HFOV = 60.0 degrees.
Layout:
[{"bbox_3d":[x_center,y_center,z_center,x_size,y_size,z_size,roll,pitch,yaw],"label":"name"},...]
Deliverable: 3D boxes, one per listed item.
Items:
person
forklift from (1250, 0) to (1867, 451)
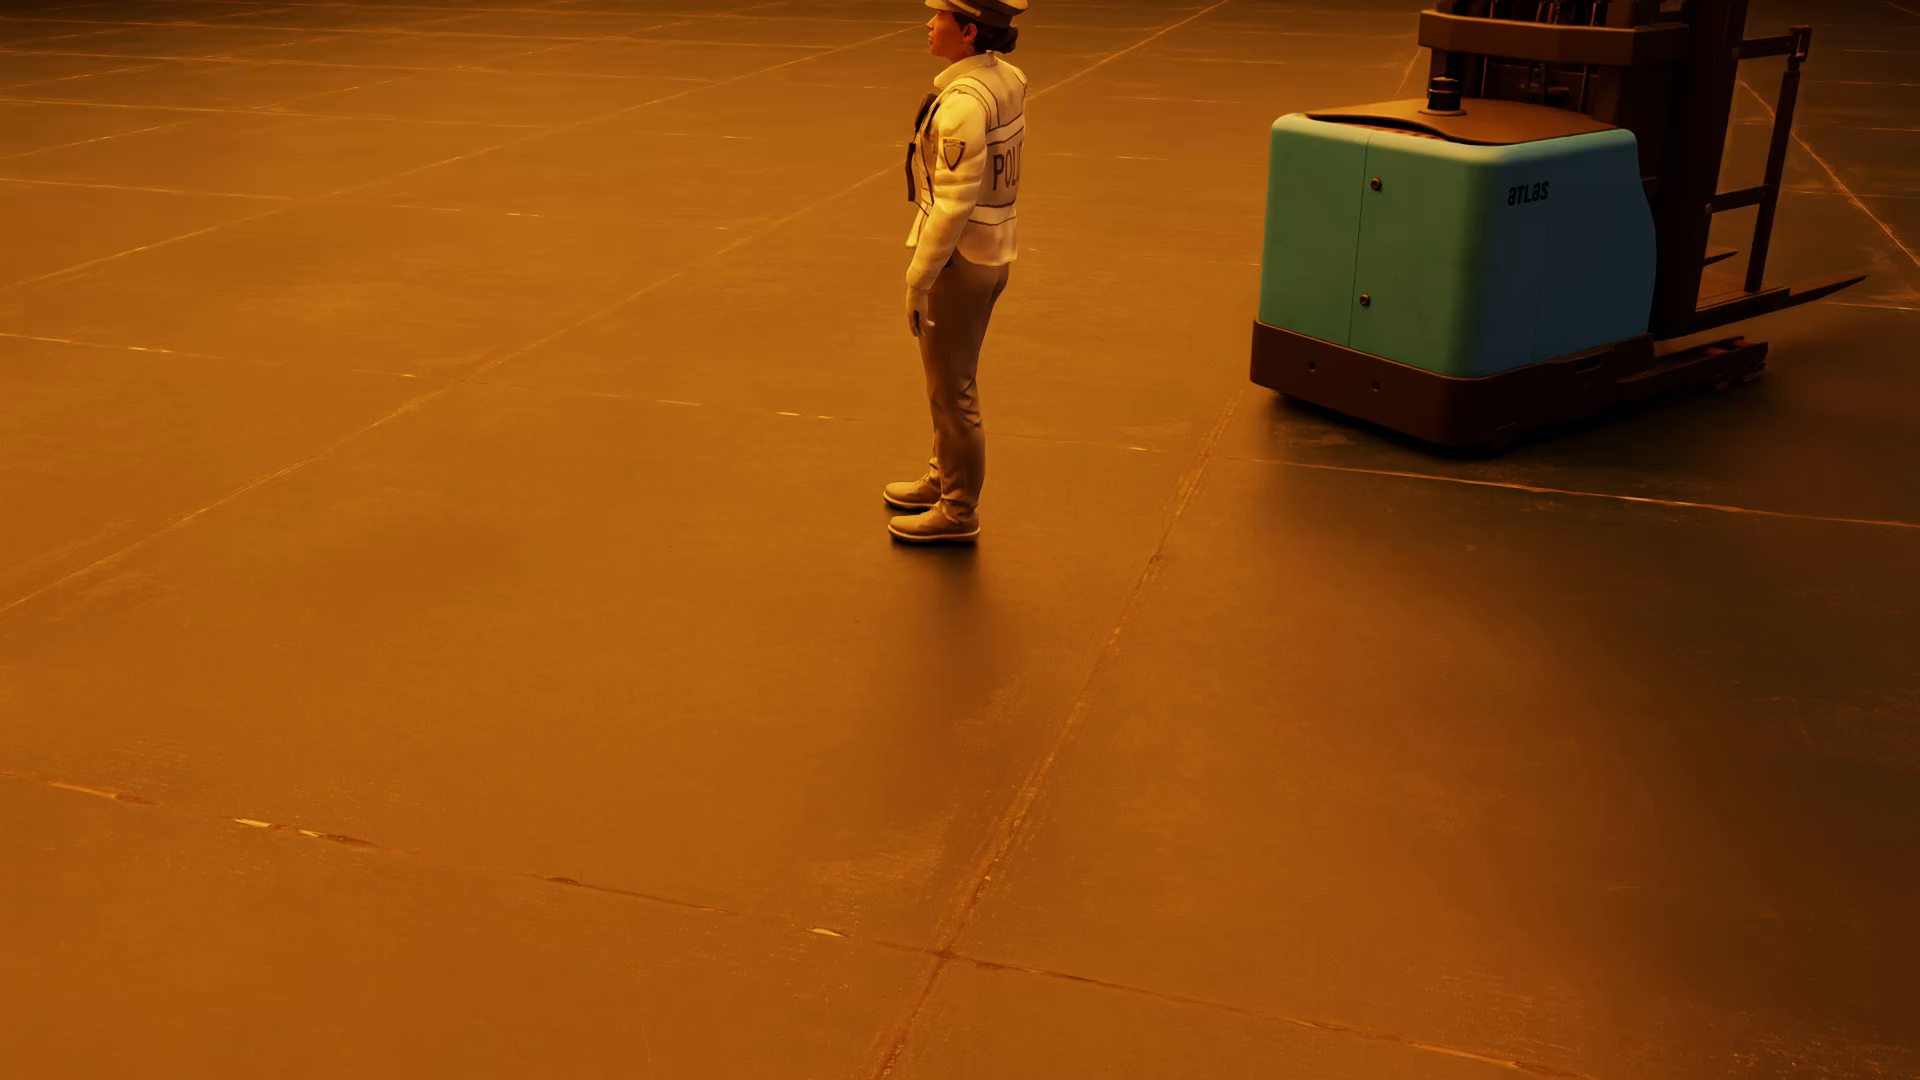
[{"bbox_3d":[-0.064,-0.800,4.820,0.530,1.694,0.587,7,23,16],"label":"person"},{"bbox_3d":[2.613,-2.093,6.348,3.031,2.935,1.130,-15,27,-33],"label":"forklift"}]
